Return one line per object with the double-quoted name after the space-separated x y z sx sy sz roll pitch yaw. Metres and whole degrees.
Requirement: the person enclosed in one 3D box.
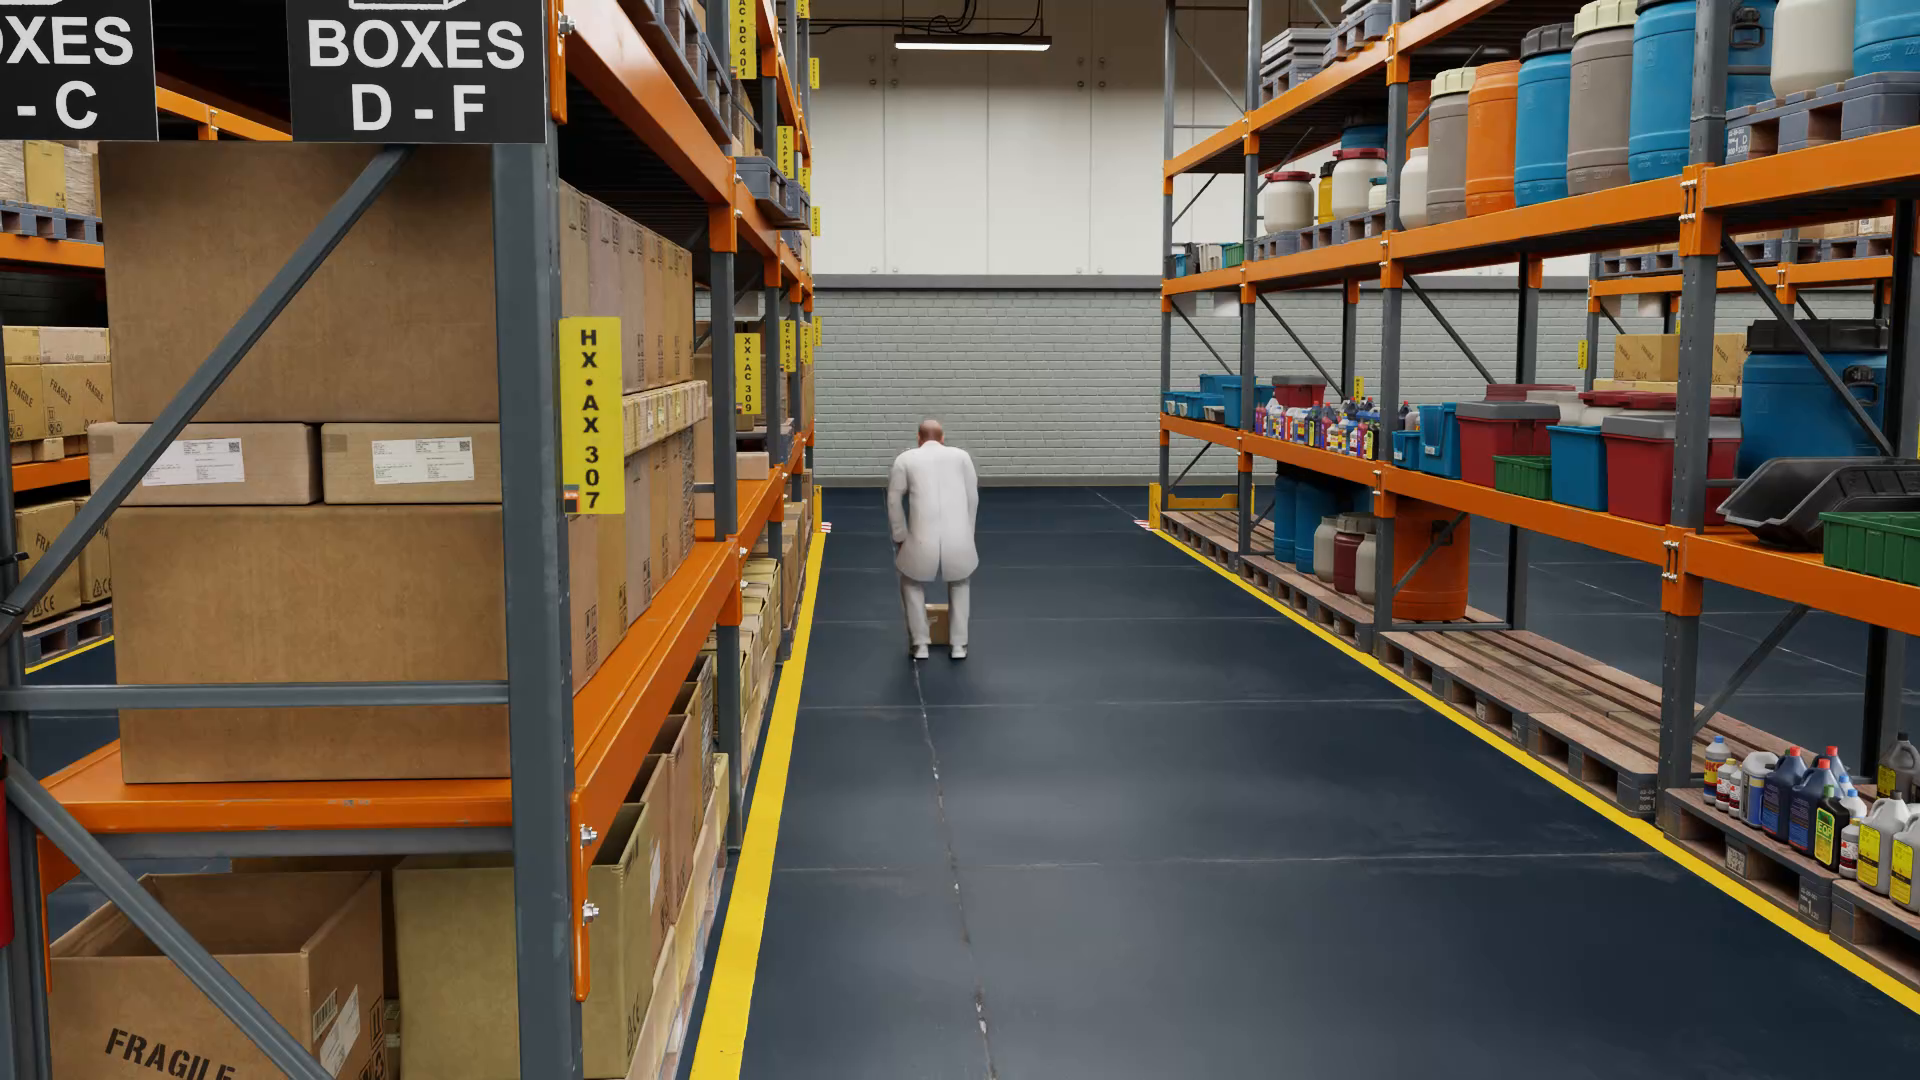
-0.181 -0.005 11.190 0.623 1.588 0.588 0 7 -3 "person"
